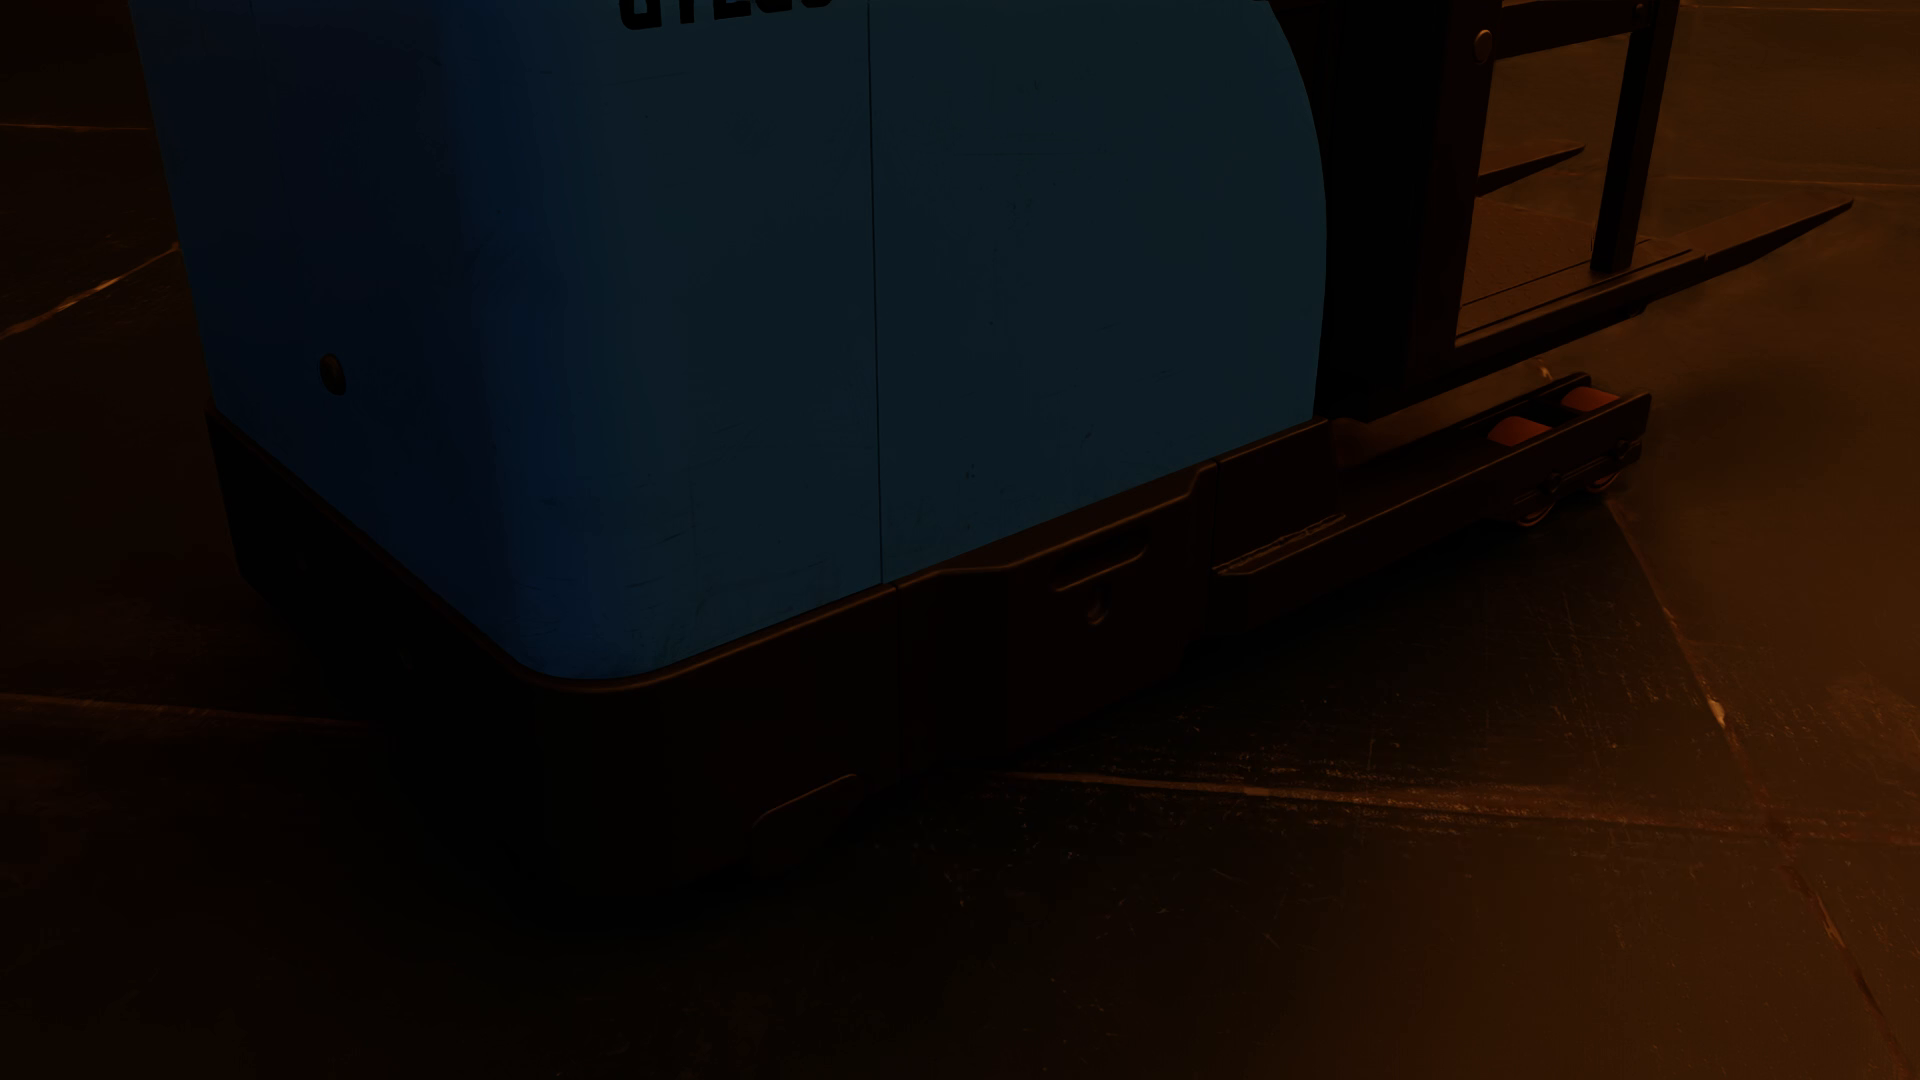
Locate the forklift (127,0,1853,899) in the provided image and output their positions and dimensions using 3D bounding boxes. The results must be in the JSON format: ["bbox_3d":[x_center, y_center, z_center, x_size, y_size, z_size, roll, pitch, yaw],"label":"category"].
[{"bbox_3d":[0.462,-1.491,2.205,3.031,2.935,1.130,-21,33,-35],"label":"forklift"}]
